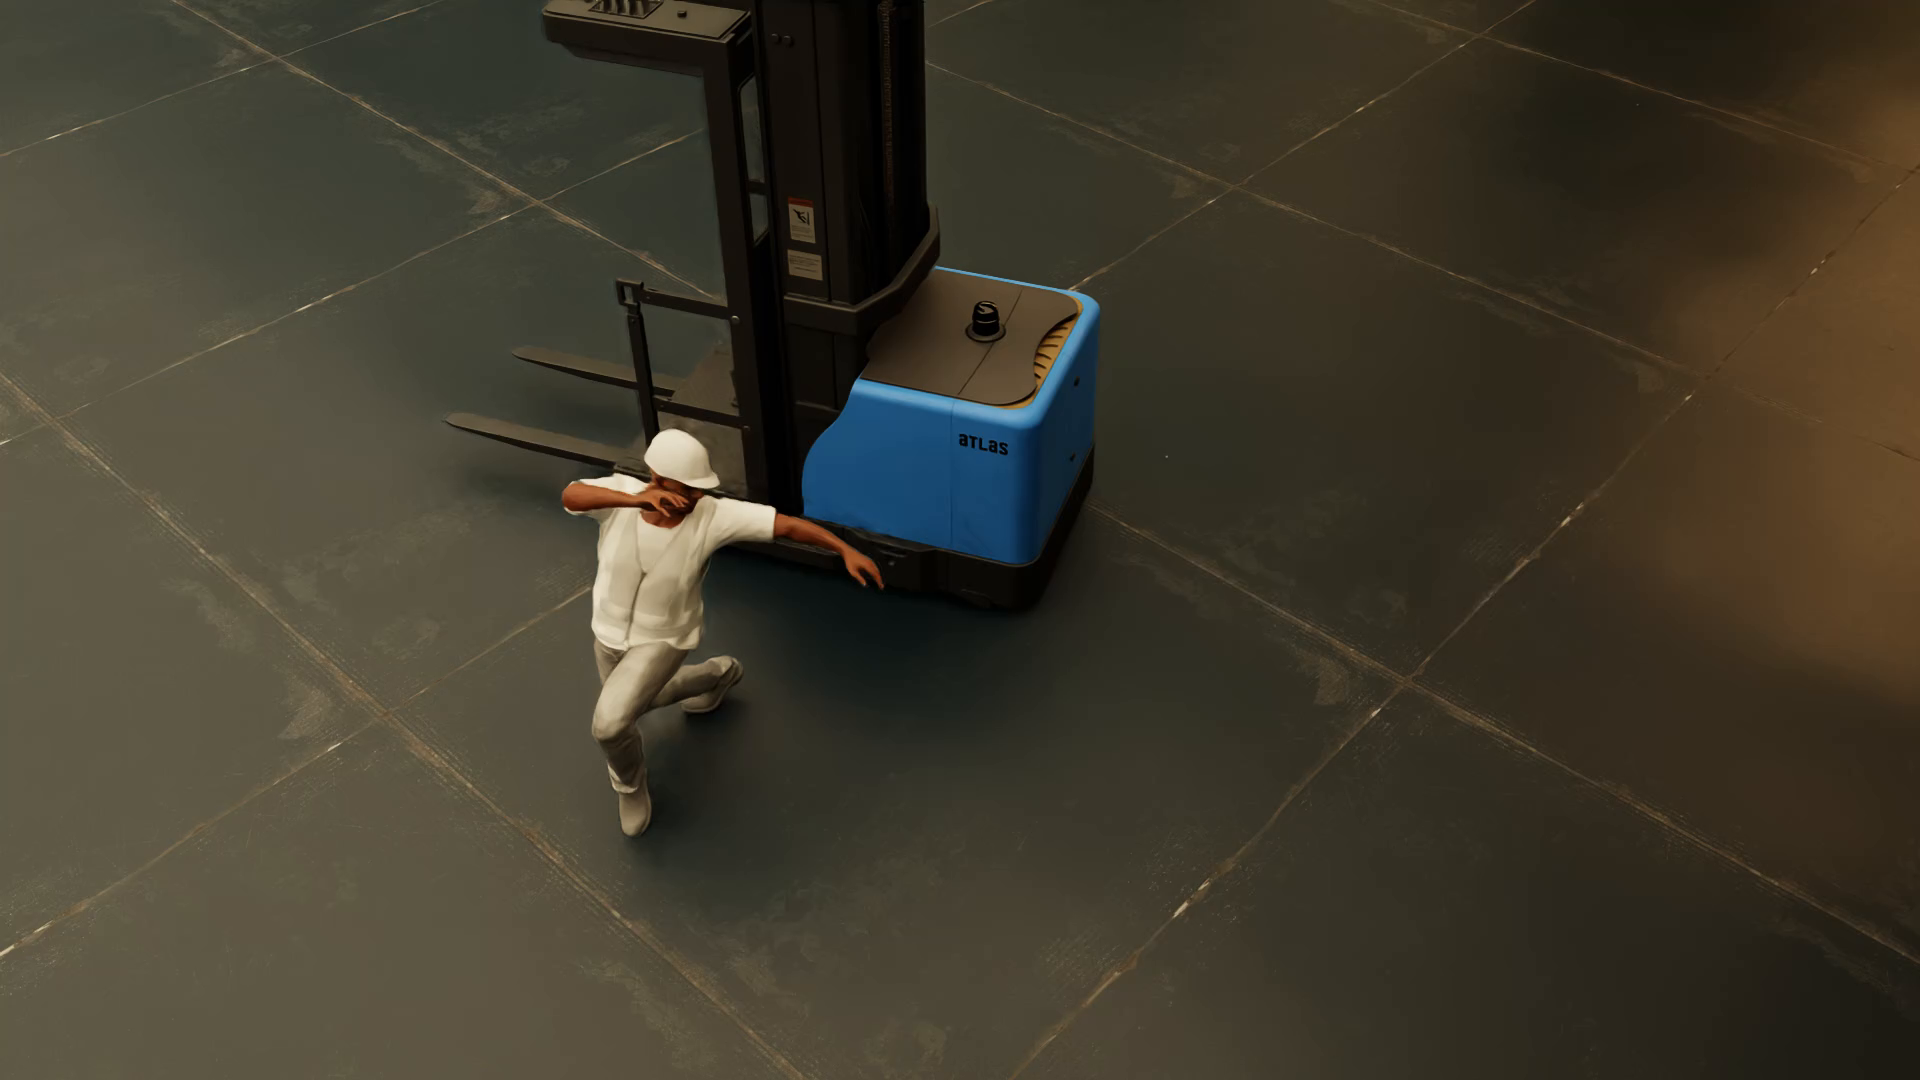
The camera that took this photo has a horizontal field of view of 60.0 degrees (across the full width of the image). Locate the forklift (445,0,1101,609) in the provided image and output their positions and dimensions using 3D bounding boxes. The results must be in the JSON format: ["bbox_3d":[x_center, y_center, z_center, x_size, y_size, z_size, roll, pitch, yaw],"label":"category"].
[{"bbox_3d":[-0.944,-1.394,7.053,3.031,2.935,1.130,13,42,15],"label":"forklift"}]

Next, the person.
[{"bbox_3d":[-0.905,0.384,6.121,1.059,1.484,0.916,15,43,17],"label":"person"}]
